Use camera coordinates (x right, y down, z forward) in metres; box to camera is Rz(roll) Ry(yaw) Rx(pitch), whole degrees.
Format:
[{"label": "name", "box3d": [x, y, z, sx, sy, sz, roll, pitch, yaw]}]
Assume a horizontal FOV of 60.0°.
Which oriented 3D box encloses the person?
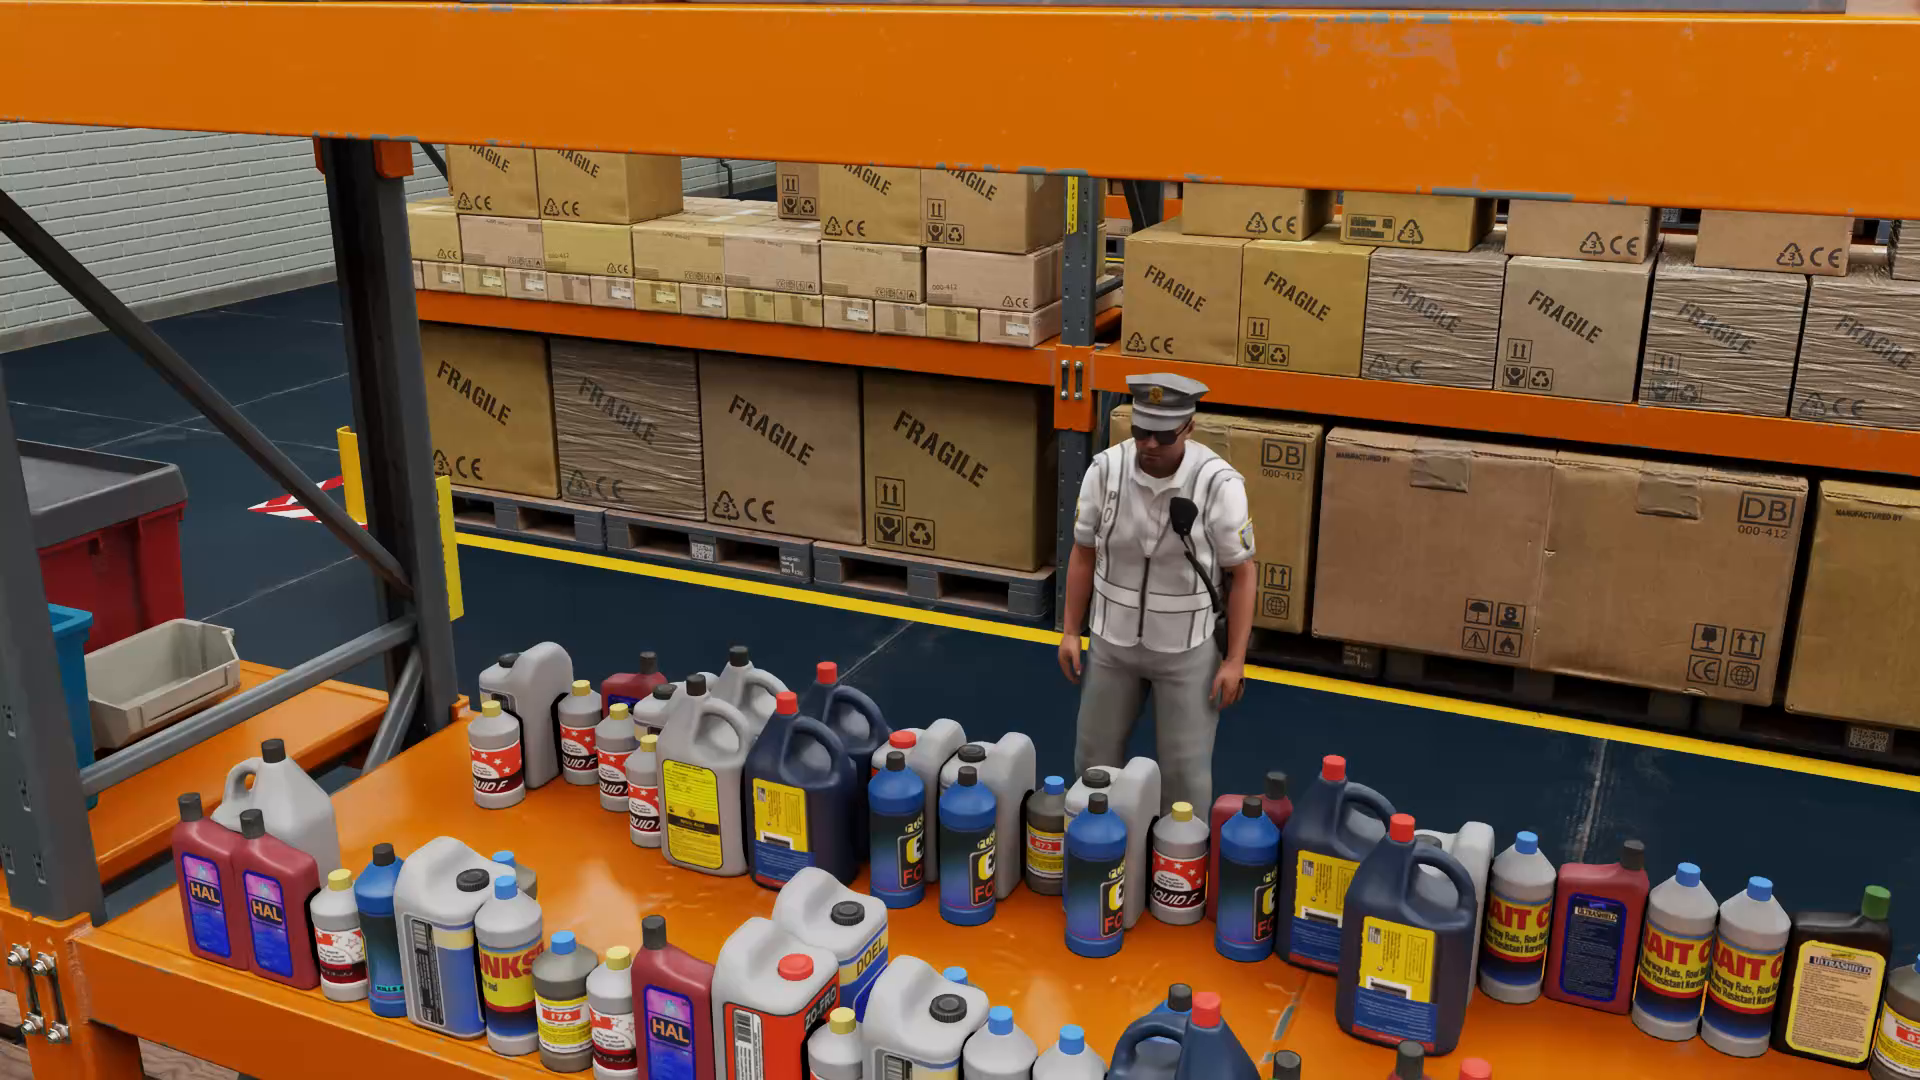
[{"label": "person", "box3d": [0.600, 0.323, 5.108, 0.591, 1.748, 0.435, 8, 20, 22]}]
